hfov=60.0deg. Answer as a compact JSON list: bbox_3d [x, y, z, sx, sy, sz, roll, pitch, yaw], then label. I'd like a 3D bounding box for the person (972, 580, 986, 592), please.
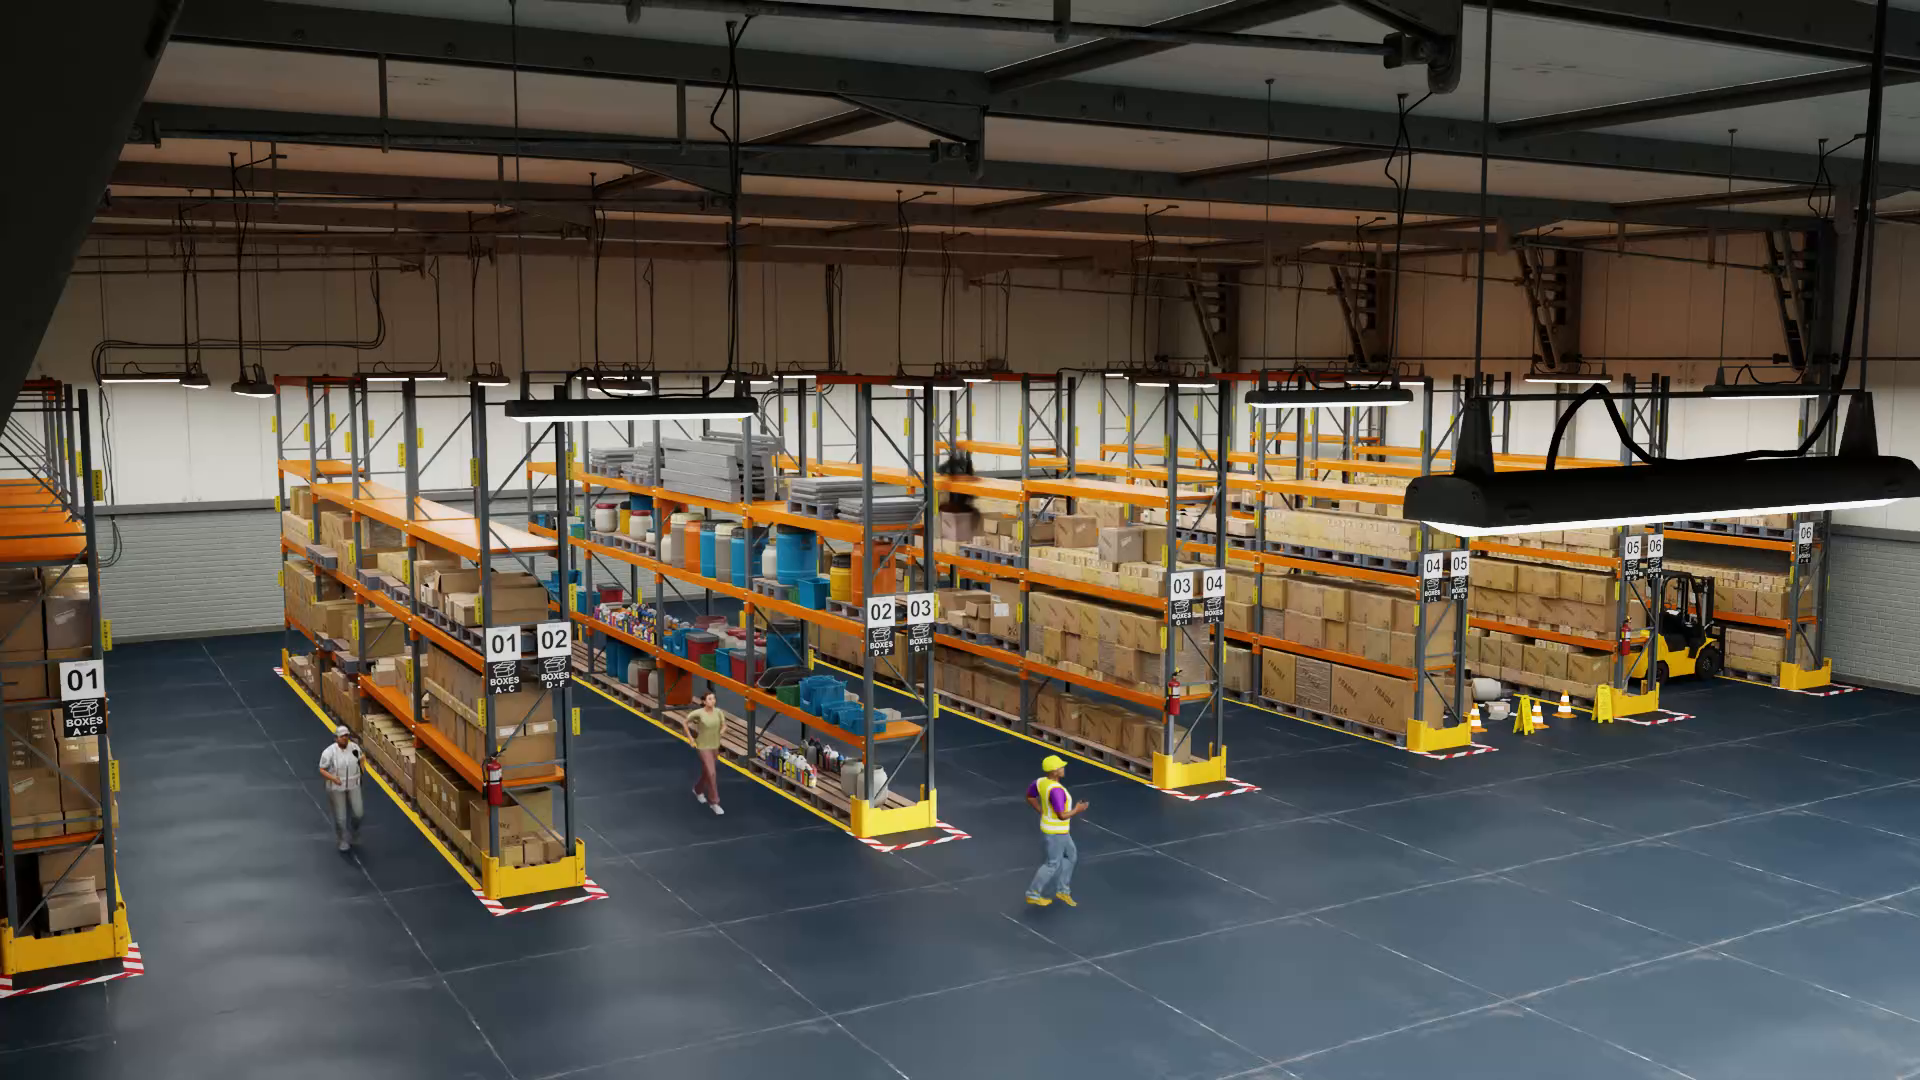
[{"bbox_3d":[0.452,0.947,42.223,0.540,1.535,0.543,4,8,34],"label":"person"}]

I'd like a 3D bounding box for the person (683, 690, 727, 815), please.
[{"bbox_3d":[-3.524,2.932,23.313,0.578,1.675,0.882,-6,9,-43],"label":"person"}]

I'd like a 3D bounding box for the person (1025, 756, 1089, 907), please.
[{"bbox_3d":[1.102,3.370,19.089,0.717,1.825,0.674,-1,6,-7],"label":"person"}]

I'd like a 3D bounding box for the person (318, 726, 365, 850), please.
[{"bbox_3d":[-7.887,3.187,21.321,0.603,1.628,0.573,-4,7,-32],"label":"person"}]
